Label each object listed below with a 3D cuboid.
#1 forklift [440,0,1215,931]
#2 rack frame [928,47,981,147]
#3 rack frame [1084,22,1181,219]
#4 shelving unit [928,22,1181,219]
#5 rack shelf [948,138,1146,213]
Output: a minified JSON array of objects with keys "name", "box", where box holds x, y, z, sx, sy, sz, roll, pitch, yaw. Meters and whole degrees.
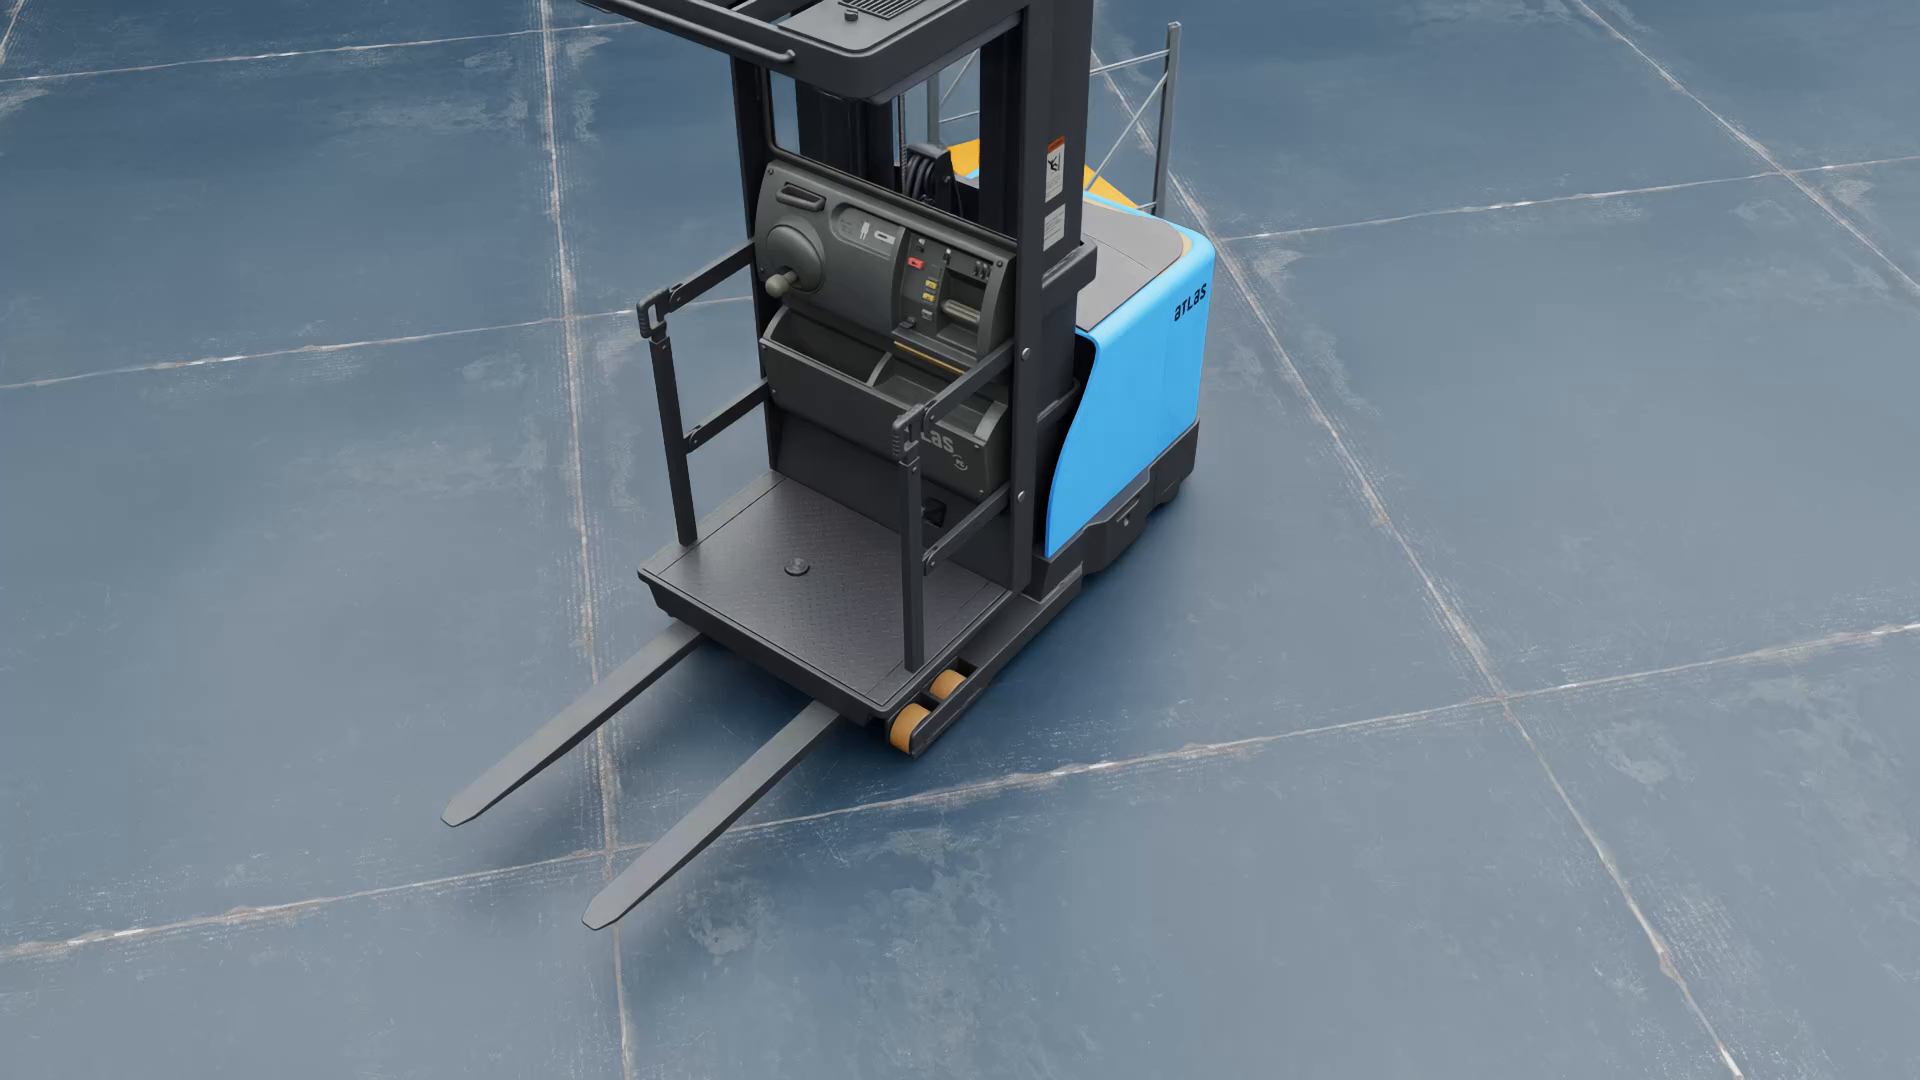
[{"name":"forklift","box":[-0.378,-0.765,4.904,1.130,2.935,3.031,27,48,27]},{"name":"rack frame","box":[0.088,-1.851,7.205,0.500,1.500,0.032,-21,46,-22]},{"name":"rack frame","box":[0.593,-1.265,6.545,0.500,1.500,0.032,-21,46,-22]},{"name":"shelving unit","box":[0.345,-1.552,6.869,0.587,1.500,1.083,-21,46,-22]},{"name":"rack shelf","box":[0.340,-1.423,6.994,0.538,0.185,1.000,-21,46,-22]}]
